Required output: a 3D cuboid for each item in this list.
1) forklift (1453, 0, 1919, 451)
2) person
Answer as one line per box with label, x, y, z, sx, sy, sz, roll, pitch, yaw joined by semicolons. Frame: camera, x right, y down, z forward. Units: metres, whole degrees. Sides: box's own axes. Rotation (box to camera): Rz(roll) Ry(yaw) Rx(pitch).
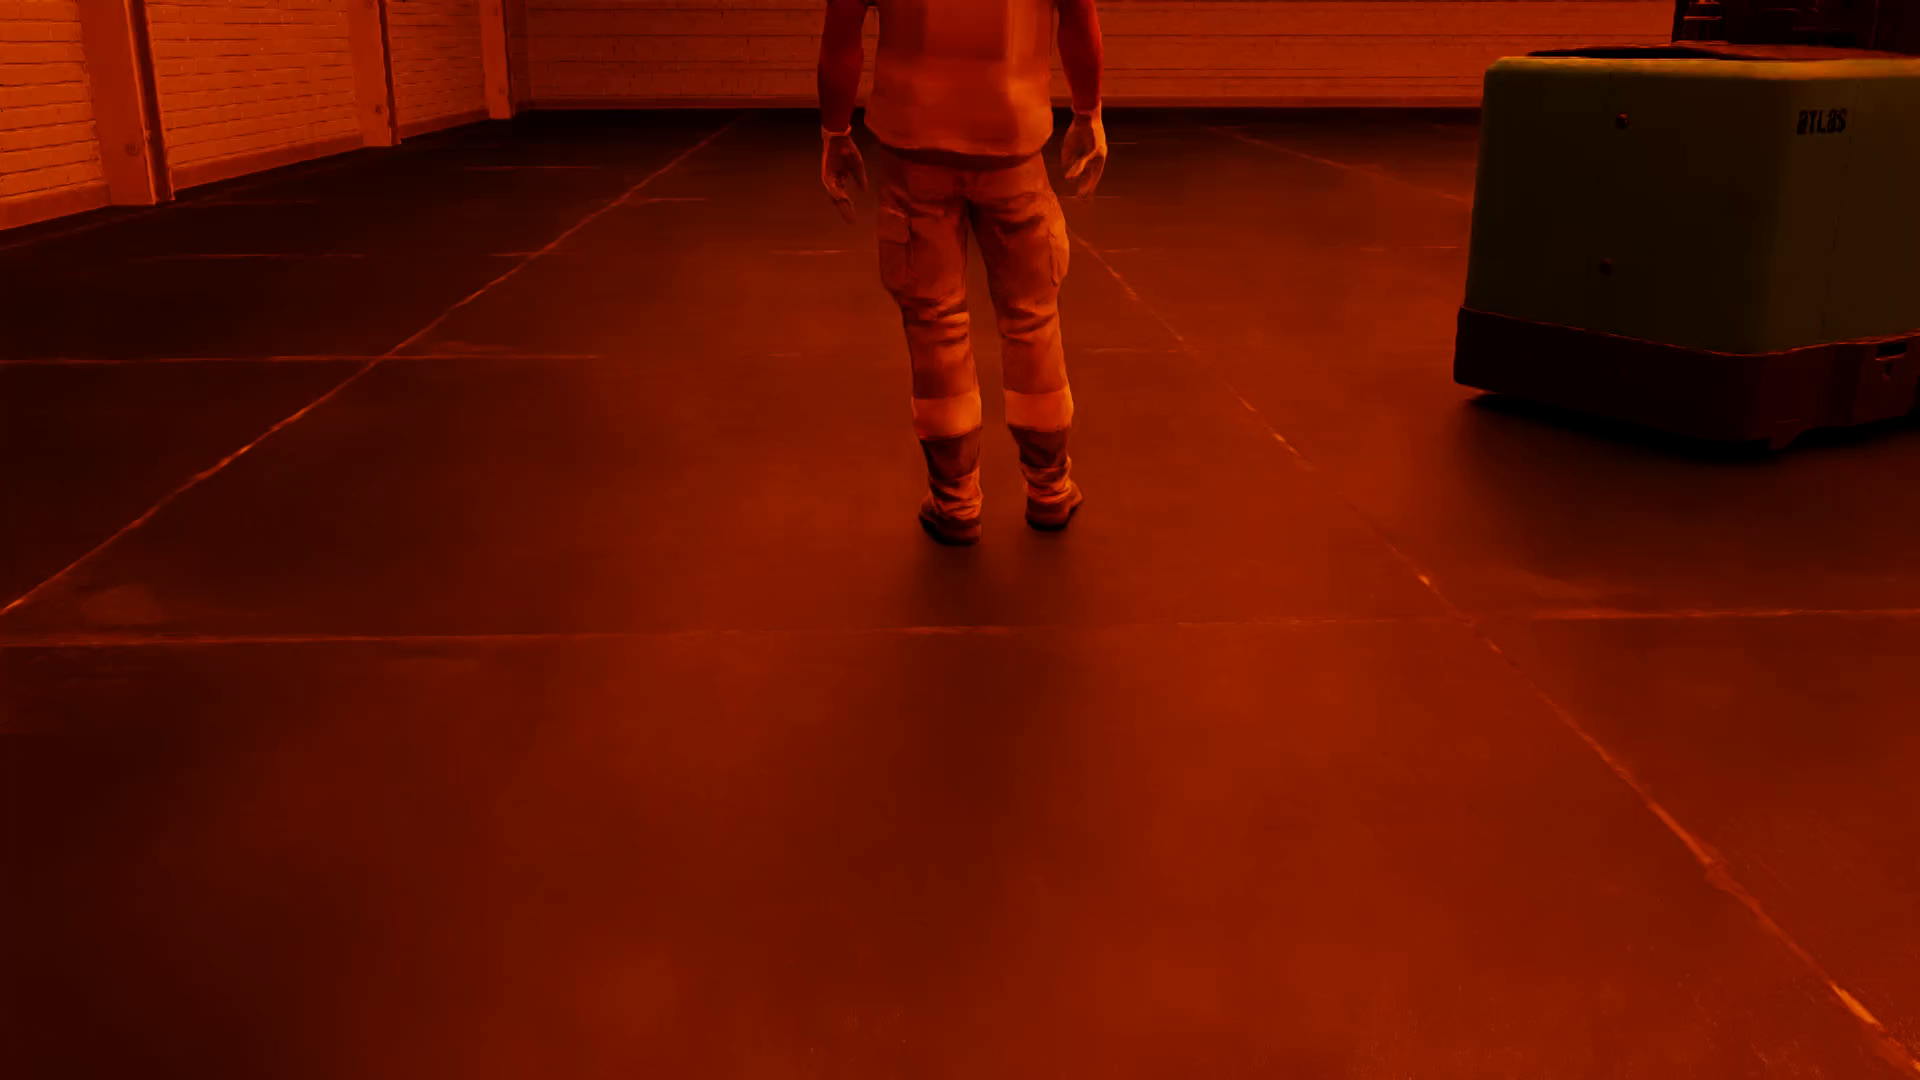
forklift;3.114;-1.951;5.285;3.031;2.935;1.130;-10;20;-30
person;0.007;-0.886;3.732;0.637;1.787;0.563;-1;17;-3
